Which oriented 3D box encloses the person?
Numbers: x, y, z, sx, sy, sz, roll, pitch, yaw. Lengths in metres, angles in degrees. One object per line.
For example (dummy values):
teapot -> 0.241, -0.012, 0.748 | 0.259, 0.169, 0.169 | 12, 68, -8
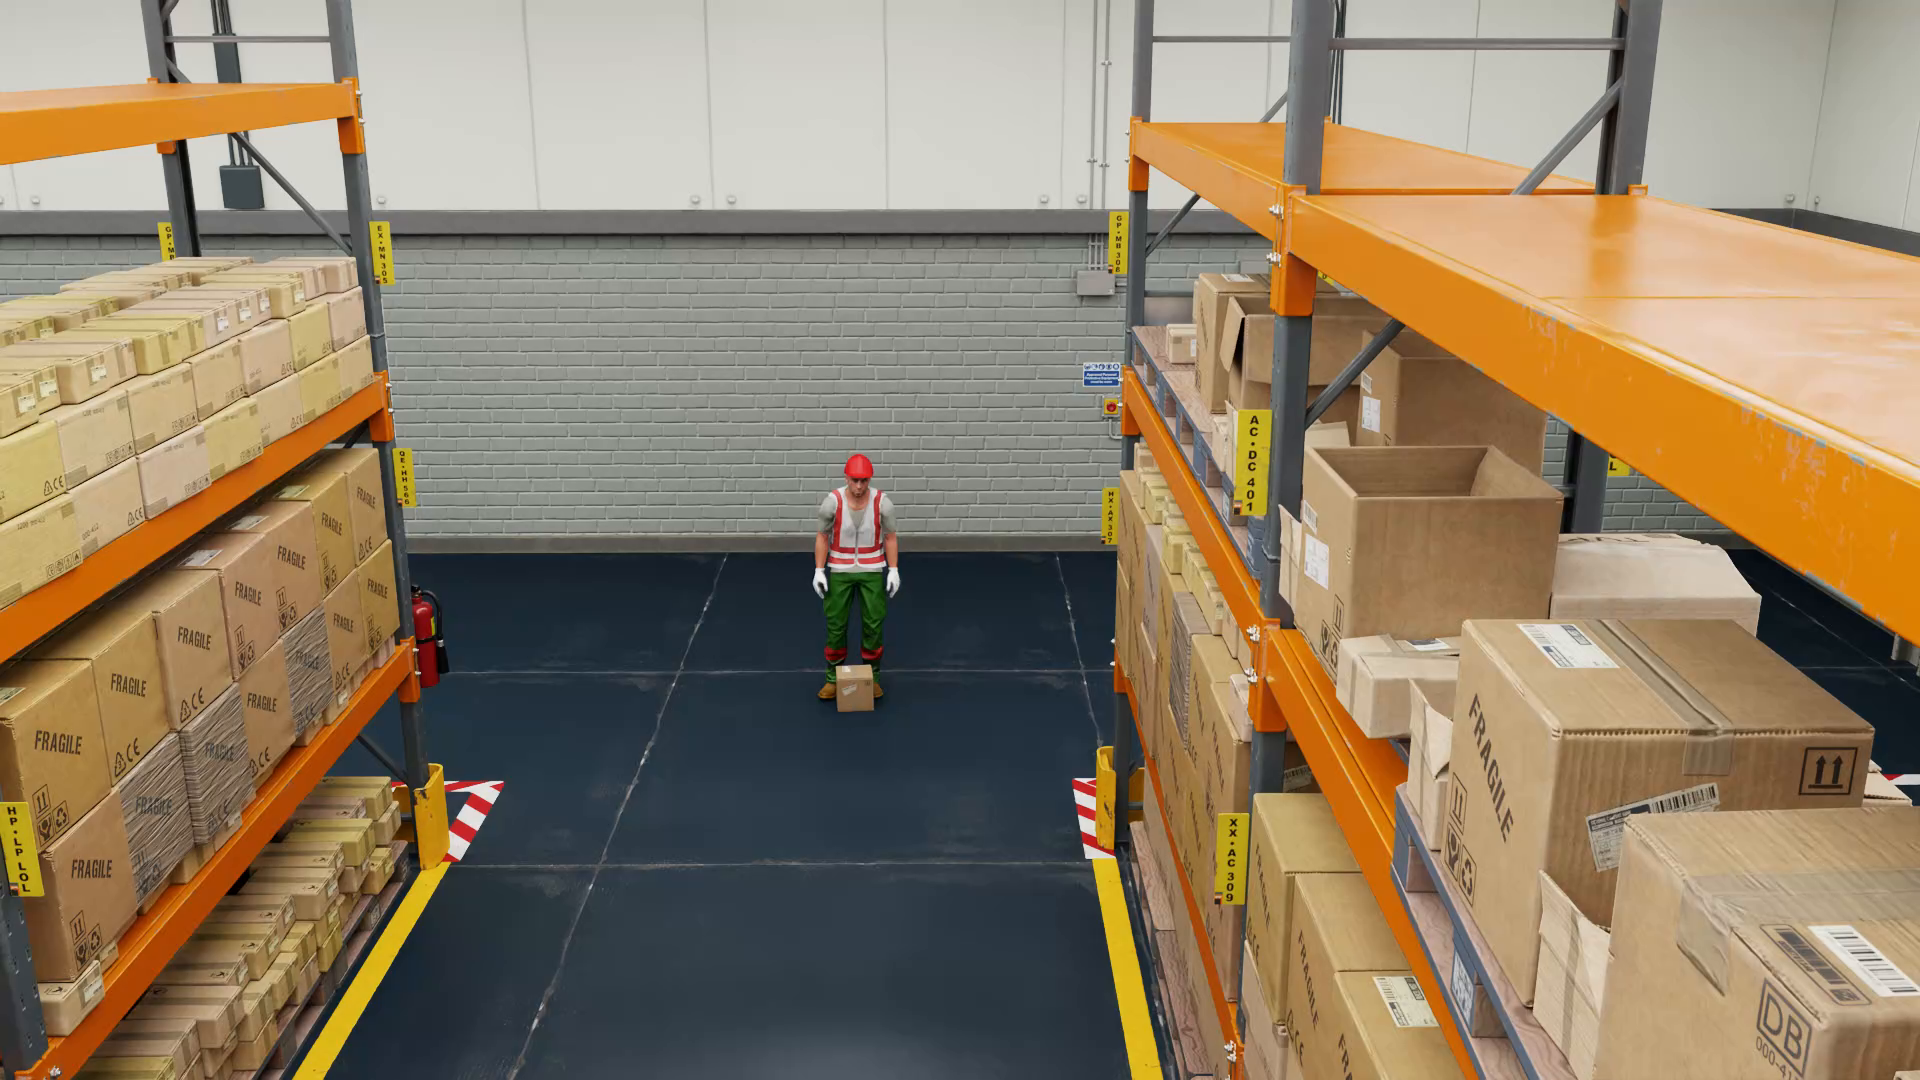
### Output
person -> -0.726, 0.249, 11.703 | 0.616, 1.778, 0.453 | -1, 17, -4
